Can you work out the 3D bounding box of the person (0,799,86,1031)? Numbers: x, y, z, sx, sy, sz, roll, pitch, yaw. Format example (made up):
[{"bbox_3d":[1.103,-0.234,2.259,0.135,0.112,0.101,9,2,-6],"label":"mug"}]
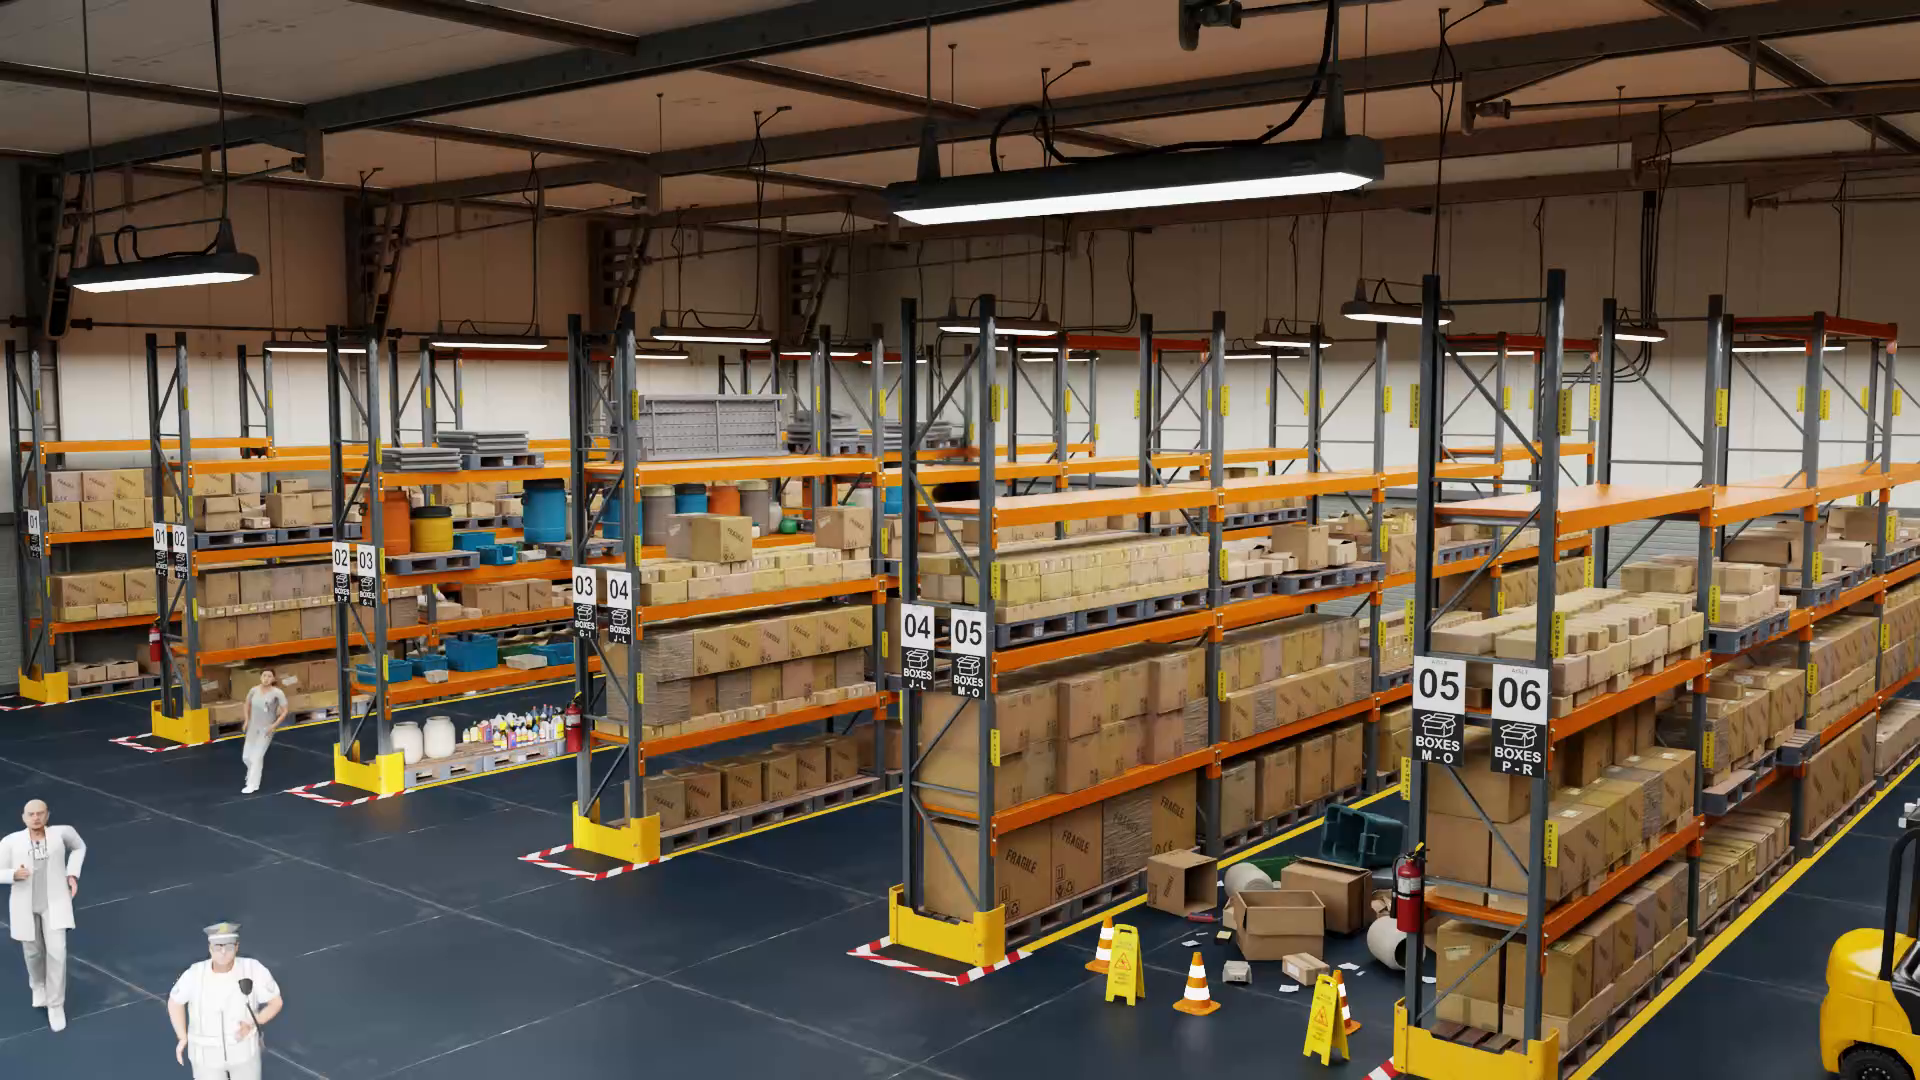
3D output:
[{"bbox_3d":[-7.561,3.038,13.679,0.685,1.831,0.832,-3,6,-26],"label":"person"}]

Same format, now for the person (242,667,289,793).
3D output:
[{"bbox_3d":[-8.975,2.429,21.472,0.627,1.614,0.551,0,5,-3],"label":"person"}]

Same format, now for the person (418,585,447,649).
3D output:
[{"bbox_3d":[-9.791,1.533,30.514,0.700,1.762,0.956,3,6,28],"label":"person"}]

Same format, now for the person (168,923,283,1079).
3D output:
[{"bbox_3d":[-4.712,3.307,10.702,0.678,1.767,0.847,-2,6,-25],"label":"person"}]
